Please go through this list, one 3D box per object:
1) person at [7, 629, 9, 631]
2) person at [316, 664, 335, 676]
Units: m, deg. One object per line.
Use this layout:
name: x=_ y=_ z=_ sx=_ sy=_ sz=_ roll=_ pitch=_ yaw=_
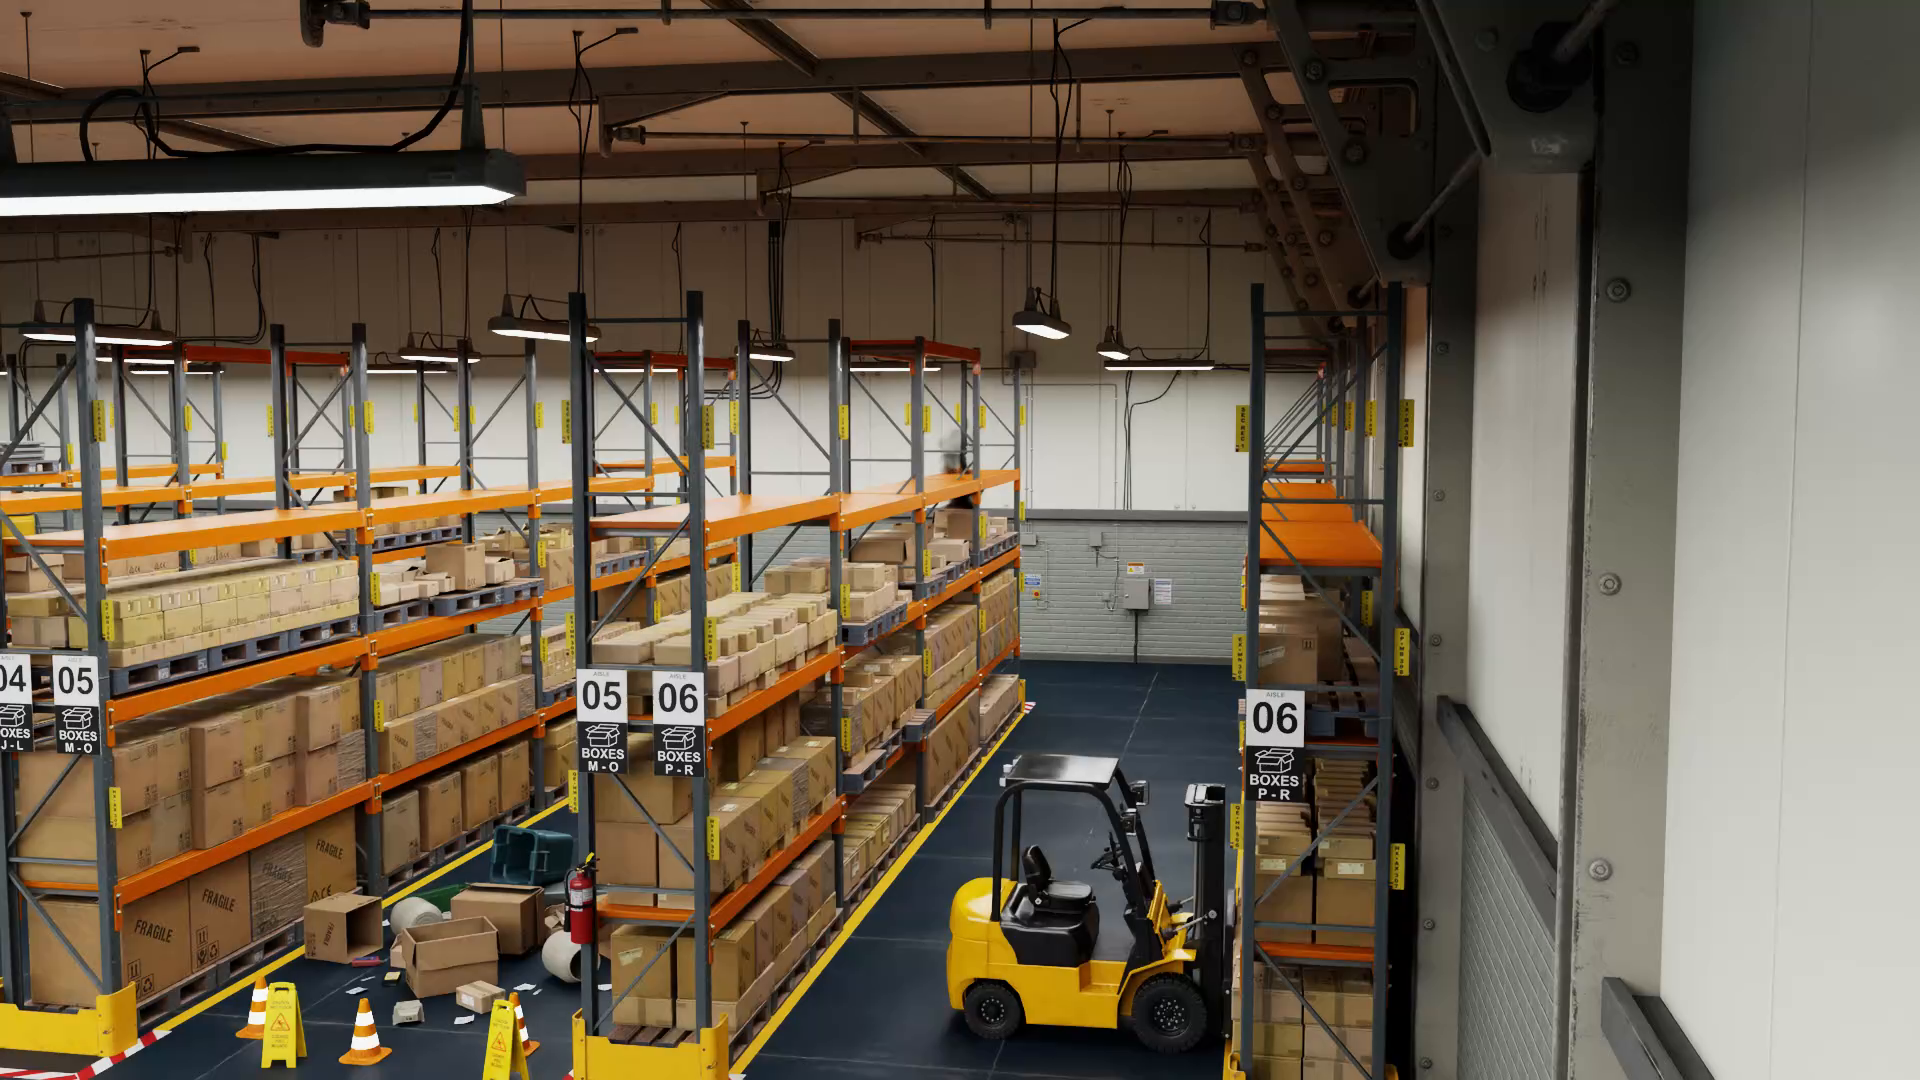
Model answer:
person: x=-17.307 y=1.906 z=30.664 sx=0.665 sy=1.620 sz=0.577 roll=0 pitch=5 yaw=2
person: x=-8.685 y=2.507 z=22.763 sx=0.627 sy=1.680 sz=0.618 roll=1 pitch=5 yaw=9
